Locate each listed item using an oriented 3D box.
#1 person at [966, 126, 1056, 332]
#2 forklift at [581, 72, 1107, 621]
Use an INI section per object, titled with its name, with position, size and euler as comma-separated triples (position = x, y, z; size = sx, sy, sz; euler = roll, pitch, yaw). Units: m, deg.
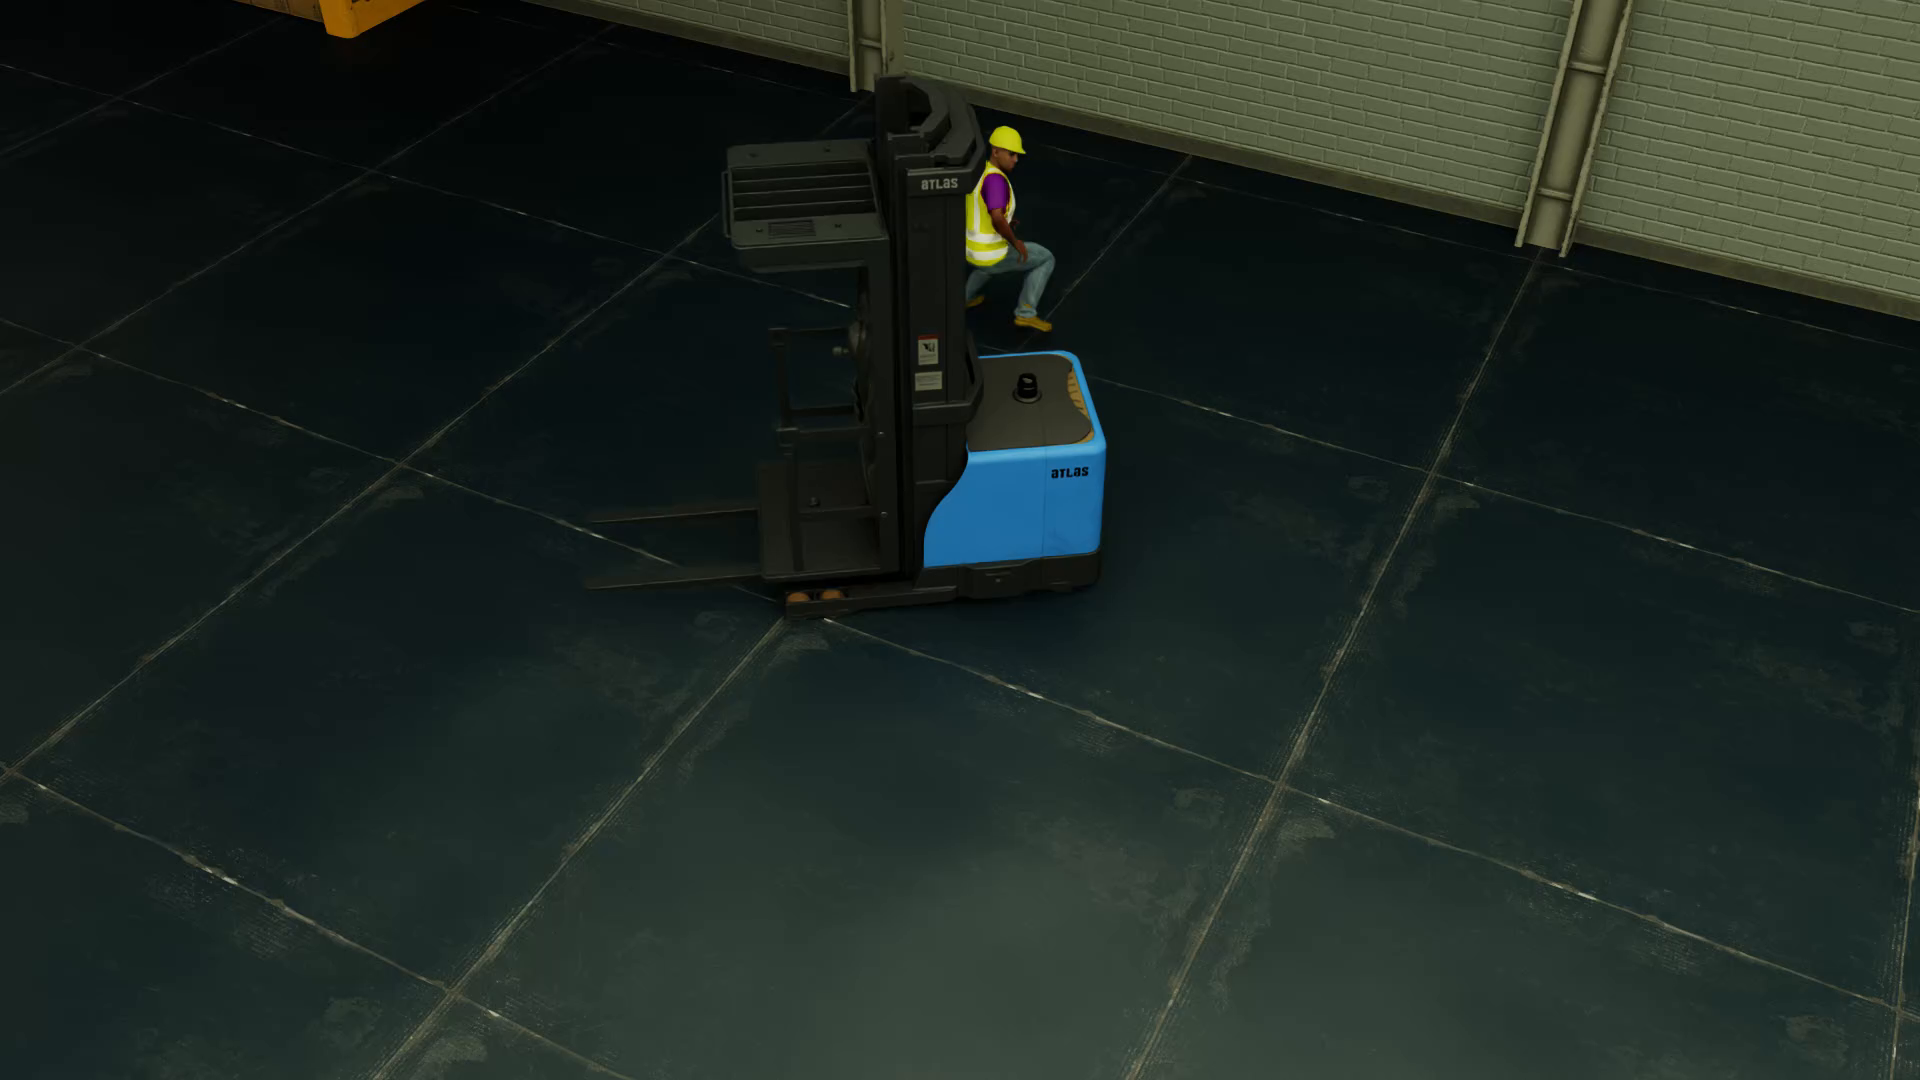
[person]
position = 0.296, -2.137, 11.686
size = 0.682, 1.514, 0.836
euler = -19, 44, -21
[forklift]
position = -0.724, -1.014, 9.191
size = 3.031, 2.935, 1.130
euler = -5, 40, -6
